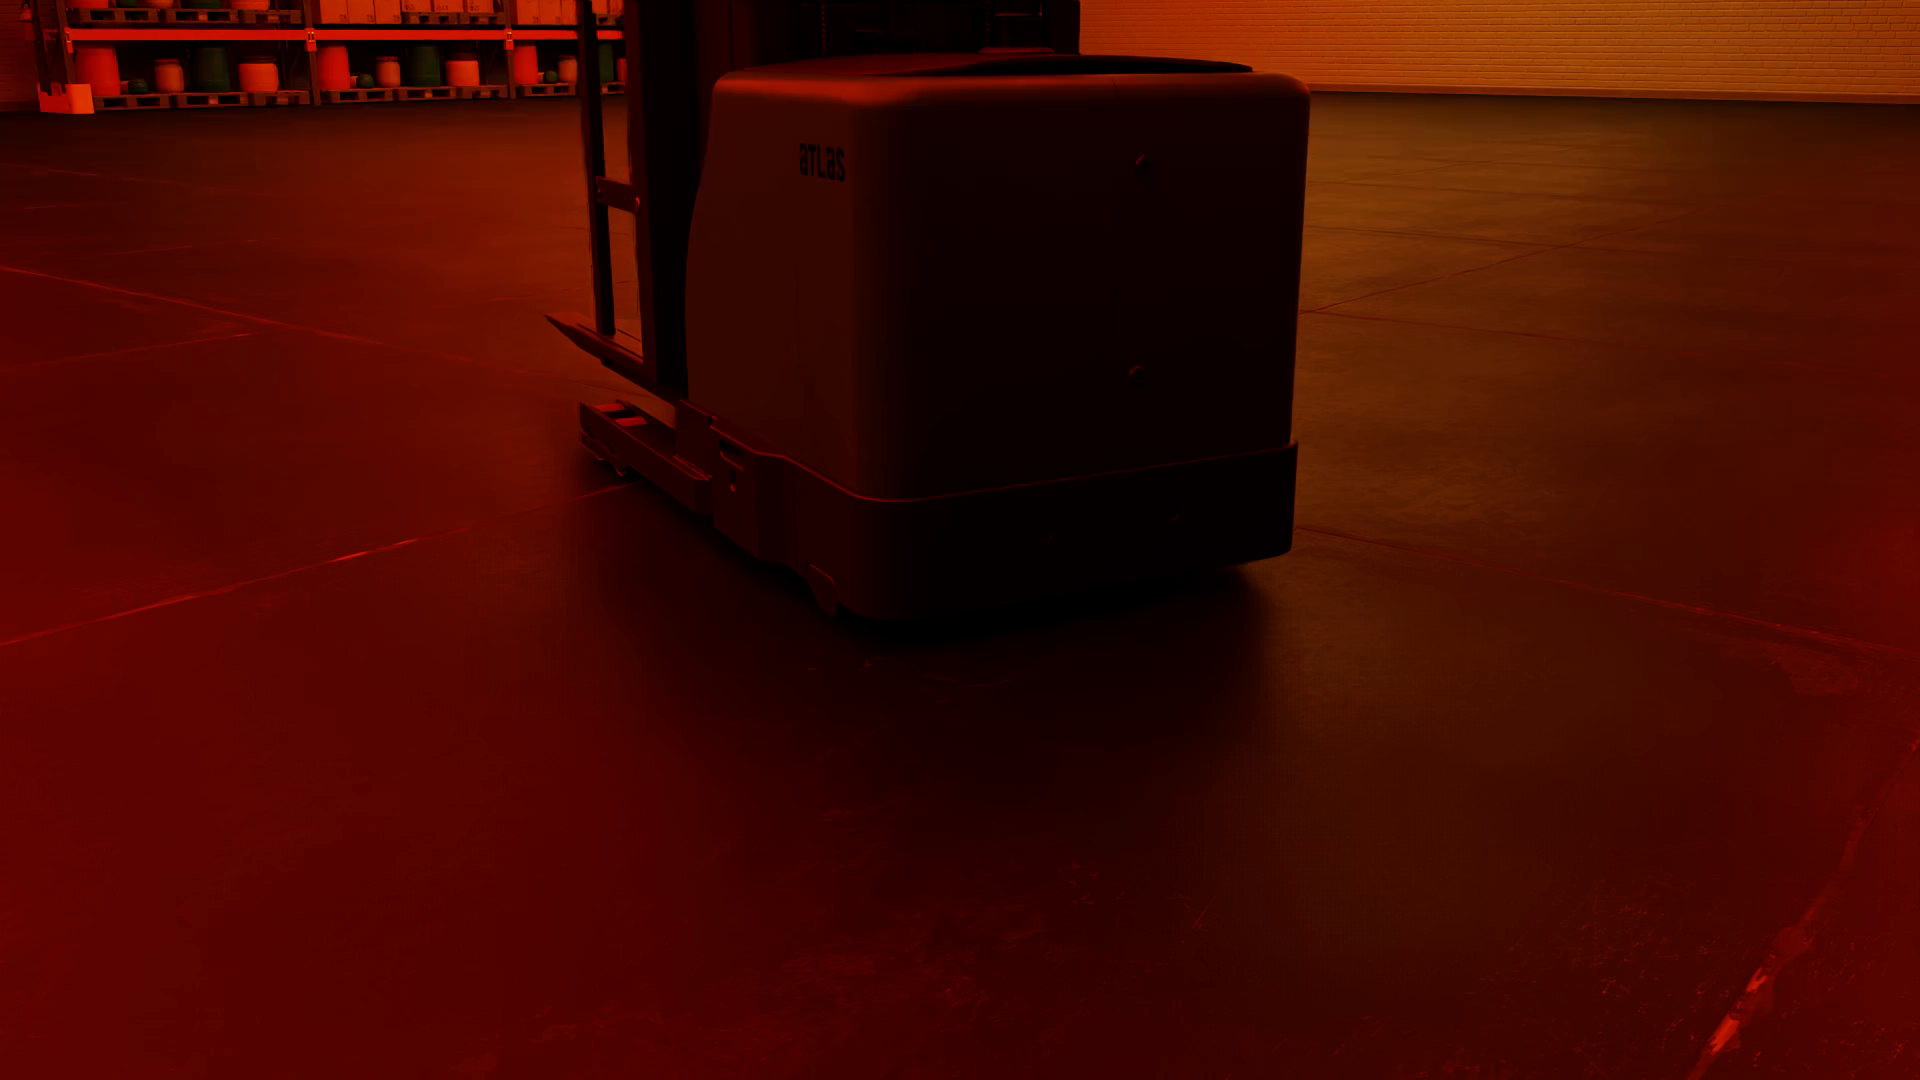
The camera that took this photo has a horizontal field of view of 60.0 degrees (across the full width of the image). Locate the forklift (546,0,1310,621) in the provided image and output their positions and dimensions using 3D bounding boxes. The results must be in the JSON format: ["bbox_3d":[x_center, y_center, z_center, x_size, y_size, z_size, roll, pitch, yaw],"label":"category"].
[{"bbox_3d":[-0.412,-1.626,4.253,1.130,2.935,3.031,-9,19,-27],"label":"forklift"}]
